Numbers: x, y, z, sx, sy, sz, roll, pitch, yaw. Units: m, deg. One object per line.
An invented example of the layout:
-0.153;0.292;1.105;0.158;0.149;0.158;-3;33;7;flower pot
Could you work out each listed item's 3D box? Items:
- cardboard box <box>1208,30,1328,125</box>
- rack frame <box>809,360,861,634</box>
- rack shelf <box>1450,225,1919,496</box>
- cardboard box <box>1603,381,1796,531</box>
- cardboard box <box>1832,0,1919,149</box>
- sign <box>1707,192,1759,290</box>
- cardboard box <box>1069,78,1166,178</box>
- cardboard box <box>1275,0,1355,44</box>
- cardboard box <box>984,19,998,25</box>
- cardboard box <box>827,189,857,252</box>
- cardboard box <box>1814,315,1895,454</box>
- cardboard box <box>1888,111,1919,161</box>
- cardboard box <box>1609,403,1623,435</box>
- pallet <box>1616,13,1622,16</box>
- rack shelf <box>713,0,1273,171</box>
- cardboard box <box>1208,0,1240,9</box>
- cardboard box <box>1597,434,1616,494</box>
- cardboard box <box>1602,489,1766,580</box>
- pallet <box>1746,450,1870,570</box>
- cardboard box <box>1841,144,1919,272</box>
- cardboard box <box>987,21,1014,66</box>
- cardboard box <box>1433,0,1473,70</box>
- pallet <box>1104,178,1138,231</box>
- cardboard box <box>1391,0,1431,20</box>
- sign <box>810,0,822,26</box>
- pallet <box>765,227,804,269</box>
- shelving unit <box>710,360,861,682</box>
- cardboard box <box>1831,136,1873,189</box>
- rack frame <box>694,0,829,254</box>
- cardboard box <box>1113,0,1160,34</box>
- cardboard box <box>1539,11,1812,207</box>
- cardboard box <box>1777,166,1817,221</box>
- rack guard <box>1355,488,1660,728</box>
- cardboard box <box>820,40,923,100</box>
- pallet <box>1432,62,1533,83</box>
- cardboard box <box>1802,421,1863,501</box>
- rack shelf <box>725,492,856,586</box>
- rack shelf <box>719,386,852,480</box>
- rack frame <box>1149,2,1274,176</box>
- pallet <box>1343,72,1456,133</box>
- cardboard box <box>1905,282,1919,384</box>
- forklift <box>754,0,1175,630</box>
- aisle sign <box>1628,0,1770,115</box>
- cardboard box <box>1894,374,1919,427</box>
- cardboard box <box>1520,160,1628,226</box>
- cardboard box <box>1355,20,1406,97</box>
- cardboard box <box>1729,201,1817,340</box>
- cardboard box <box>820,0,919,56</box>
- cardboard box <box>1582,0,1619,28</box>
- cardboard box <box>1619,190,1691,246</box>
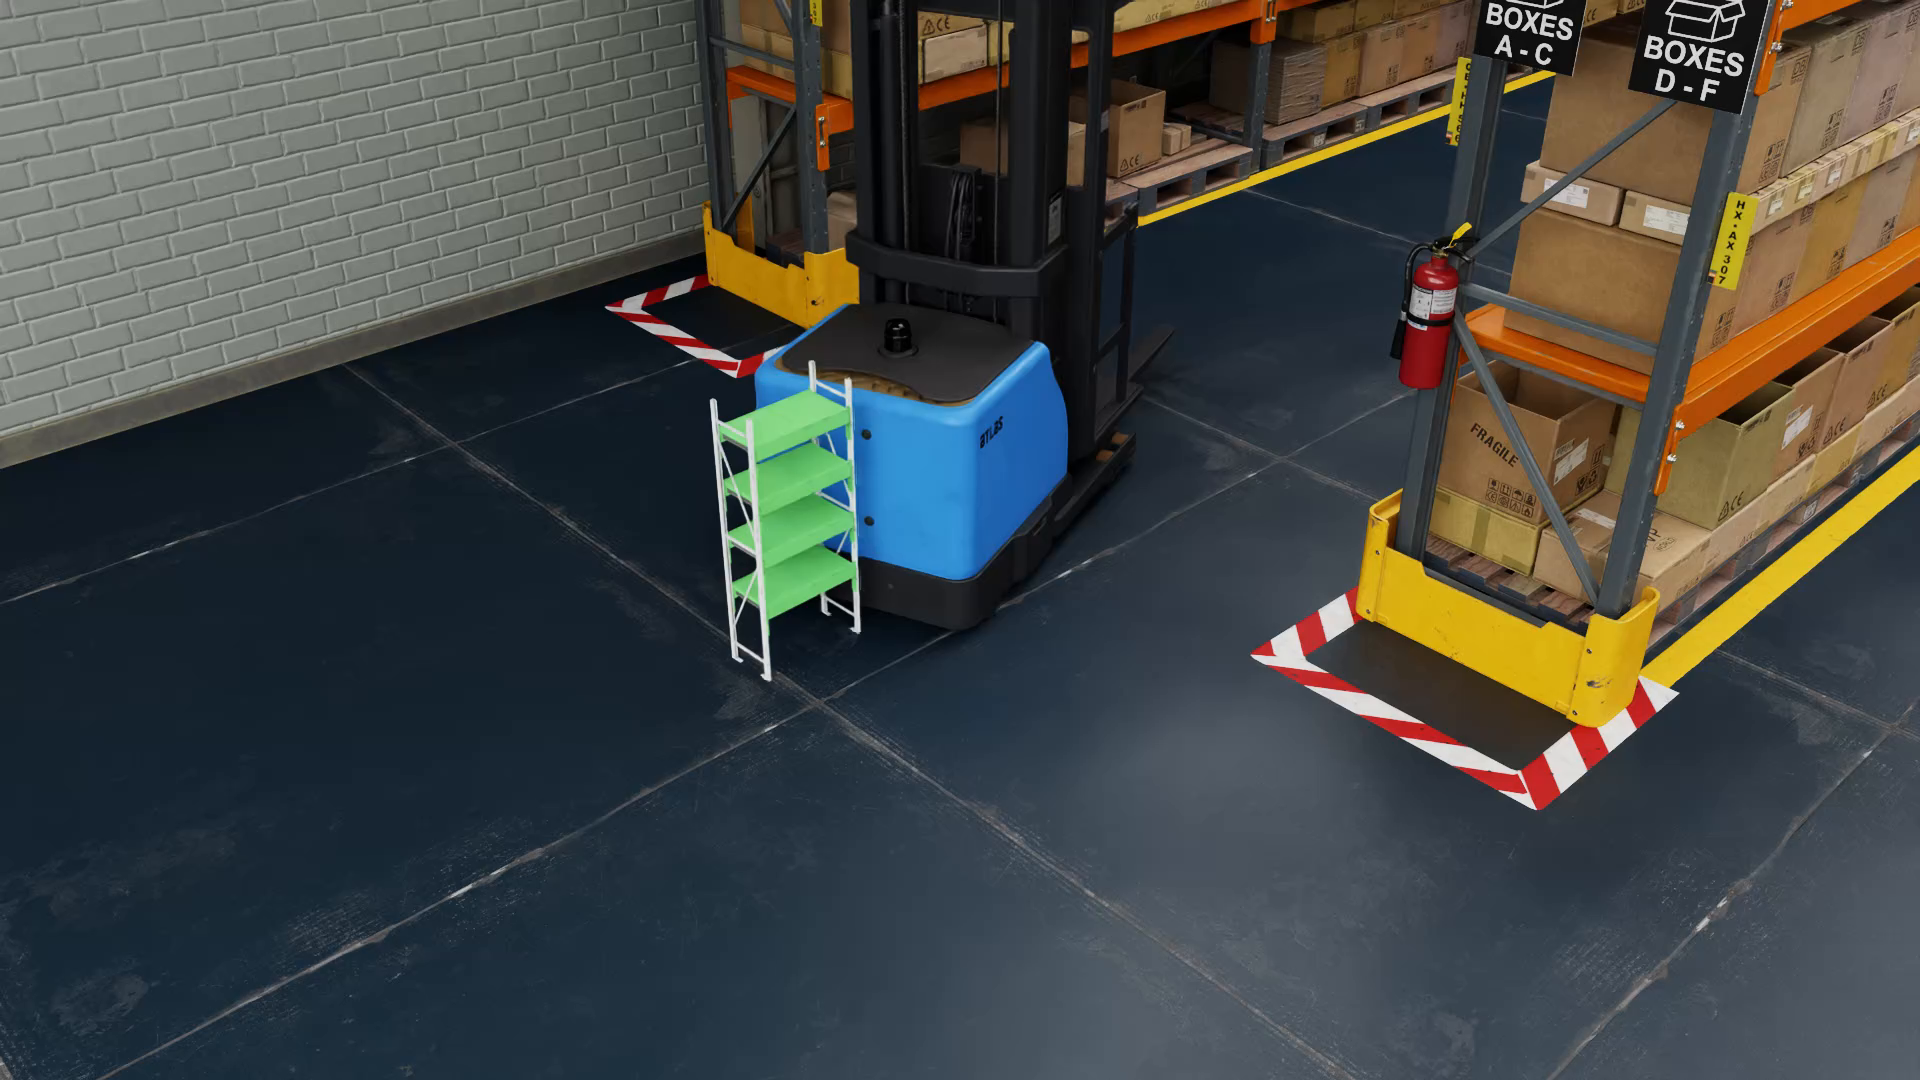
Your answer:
2.328;-3.521;12.607;0.500;0.500;0.700;-24;39;-34;cardboard box
-0.512;-0.156;6.855;0.015;1.200;0.240;-27;41;-37;rack frame
3.704;-1.222;7.563;4.000;0.370;1.077;-26;40;-35;rack shelf
3.147;-0.429;7.091;0.500;0.500;0.500;-26;40;-35;cardboard box
3.378;-1.963;6.746;0.500;0.500;0.700;-26;40;-35;cardboard box
2.610;-1.009;5.618;0.005;0.325;0.100;-26;40;-35;sign
1.065;-2.870;11.543;0.500;0.500;0.500;26;40;35;cardboard box
2.648;-3.999;12.669;0.500;0.250;0.500;-27;40;-36;cardboard box
0.173;-3.385;9.816;0.500;0.500;0.500;-27;41;-37;cardboard box
-0.565;-1.965;10.244;0.500;0.311;0.500;24;39;34;cardboard box
3.883;-0.782;7.668;0.500;0.500;0.500;-26;40;-35;cardboard box
3.799;-1.741;7.004;0.250;0.149;0.380;-25;40;-35;cardboard box
3.151;-0.810;7.714;0.500;0.500;0.500;-26;40;-35;cardboard box
6.256;-5.043;15.795;1.213;0.211;1.003;-26;40;-35;pallet
0.333;-3.116;10.660;4.000;0.370;1.077;-26;40;-35;rack shelf
1.658;-3.793;11.202;0.500;0.250;0.500;-26;40;-35;cardboard box
2.788;-0.311;7.617;0.500;0.250;0.500;-26;40;-35;cardboard box
3.146;-0.110;7.288;0.500;0.250;0.500;-26;40;-35;cardboard box
3.664;-0.348;8.117;1.213;0.211;1.003;-26;40;-35;pallet
3.721;-1.573;7.352;0.500;0.500;0.700;-24;39;-34;cardboard box
0.189;-3.078;10.033;0.500;0.250;0.500;-27;40;-36;cardboard box
3.783;-4.259;13.814;0.500;0.500;0.700;-26;40;-36;cardboard box
0.436;-2.256;11.237;1.213;0.211;1.003;-26;40;-35;pallet
3.406;-4.355;13.252;0.500;0.250;0.500;-26;40;-36;cardboard box
-0.765;-2.875;8.747;0.005;0.325;0.100;-26;40;-35;sign
-0.458;-1.826;10.533;1.213;0.211;1.003;-26;40;-35;pallet
-0.687;-0.067;6.710;0.503;1.200;0.258;-27;41;-37;shelving unit
3.427;-1.563;6.713;0.250;0.149;0.380;-27;41;-37;cardboard box
-1.134;-2.714;9.312;0.127;3.000;1.000;-26;40;-35;rack frame
0.929;-3.435;10.617;0.500;0.250;0.500;-26;40;-36;cardboard box
2.627;-1.596;6.145;0.500;0.500;0.700;-26;40;-35;cardboard box
3.047;-1.379;6.412;0.250;0.149;0.380;-26;40;-35;cardboard box
2.219;0.255;6.854;0.348;0.500;1.175;-26;40;-35;rack guard
-0.560;-2.710;9.431;0.500;0.250;0.500;-27;41;-37;cardboard box
4.158;-4.085;14.228;1.213;0.211;1.003;-26;40;-35;pallet
3.883;-0.463;7.864;0.500;0.250;0.500;-26;40;-35;cardboard box
-0.687;-0.013;6.743;0.480;0.148;0.258;-27;41;-37;rack shelf
-0.687;-0.422;6.492;0.480;0.148;0.258;-27;41;-37;rack shelf
1.799;-4.132;11.633;0.127;3.000;1.000;-26;40;-35;rack frame
3.264;-3.654;13.524;1.213;0.211;1.003;-26;40;-35;pallet
4.604;-1.144;8.260;0.500;0.500;0.500;-26;40;-35;cardboard box
0.232;-1.622;7.592;1.130;2.935;3.031;14;34;22;forklift
2.397;-1.789;5.308;0.004;0.787;0.394;-26;40;-35;aisle sign
4.605;-0.823;8.454;0.500;0.250;0.500;-26;40;-35;cardboard box
2.388;-1.348;6.361;0.250;0.149;0.380;-27;40;-36;cardboard box
3.074;-3.889;13.209;0.500;0.500;0.700;-25;40;-35;cardboard box
2.970;-1.211;6.760;0.500;0.500;0.700;-25;39;-34;cardboard box
-0.579;-3.032;9.240;0.500;0.500;0.500;-26;40;-35;cardboard box
5.361;-5.024;14.749;0.750;0.750;0.750;-26;40;-36;cardboard box
2.671;-1.196;6.113;0.250;0.149;0.380;-26;40;-36;cardboard box
